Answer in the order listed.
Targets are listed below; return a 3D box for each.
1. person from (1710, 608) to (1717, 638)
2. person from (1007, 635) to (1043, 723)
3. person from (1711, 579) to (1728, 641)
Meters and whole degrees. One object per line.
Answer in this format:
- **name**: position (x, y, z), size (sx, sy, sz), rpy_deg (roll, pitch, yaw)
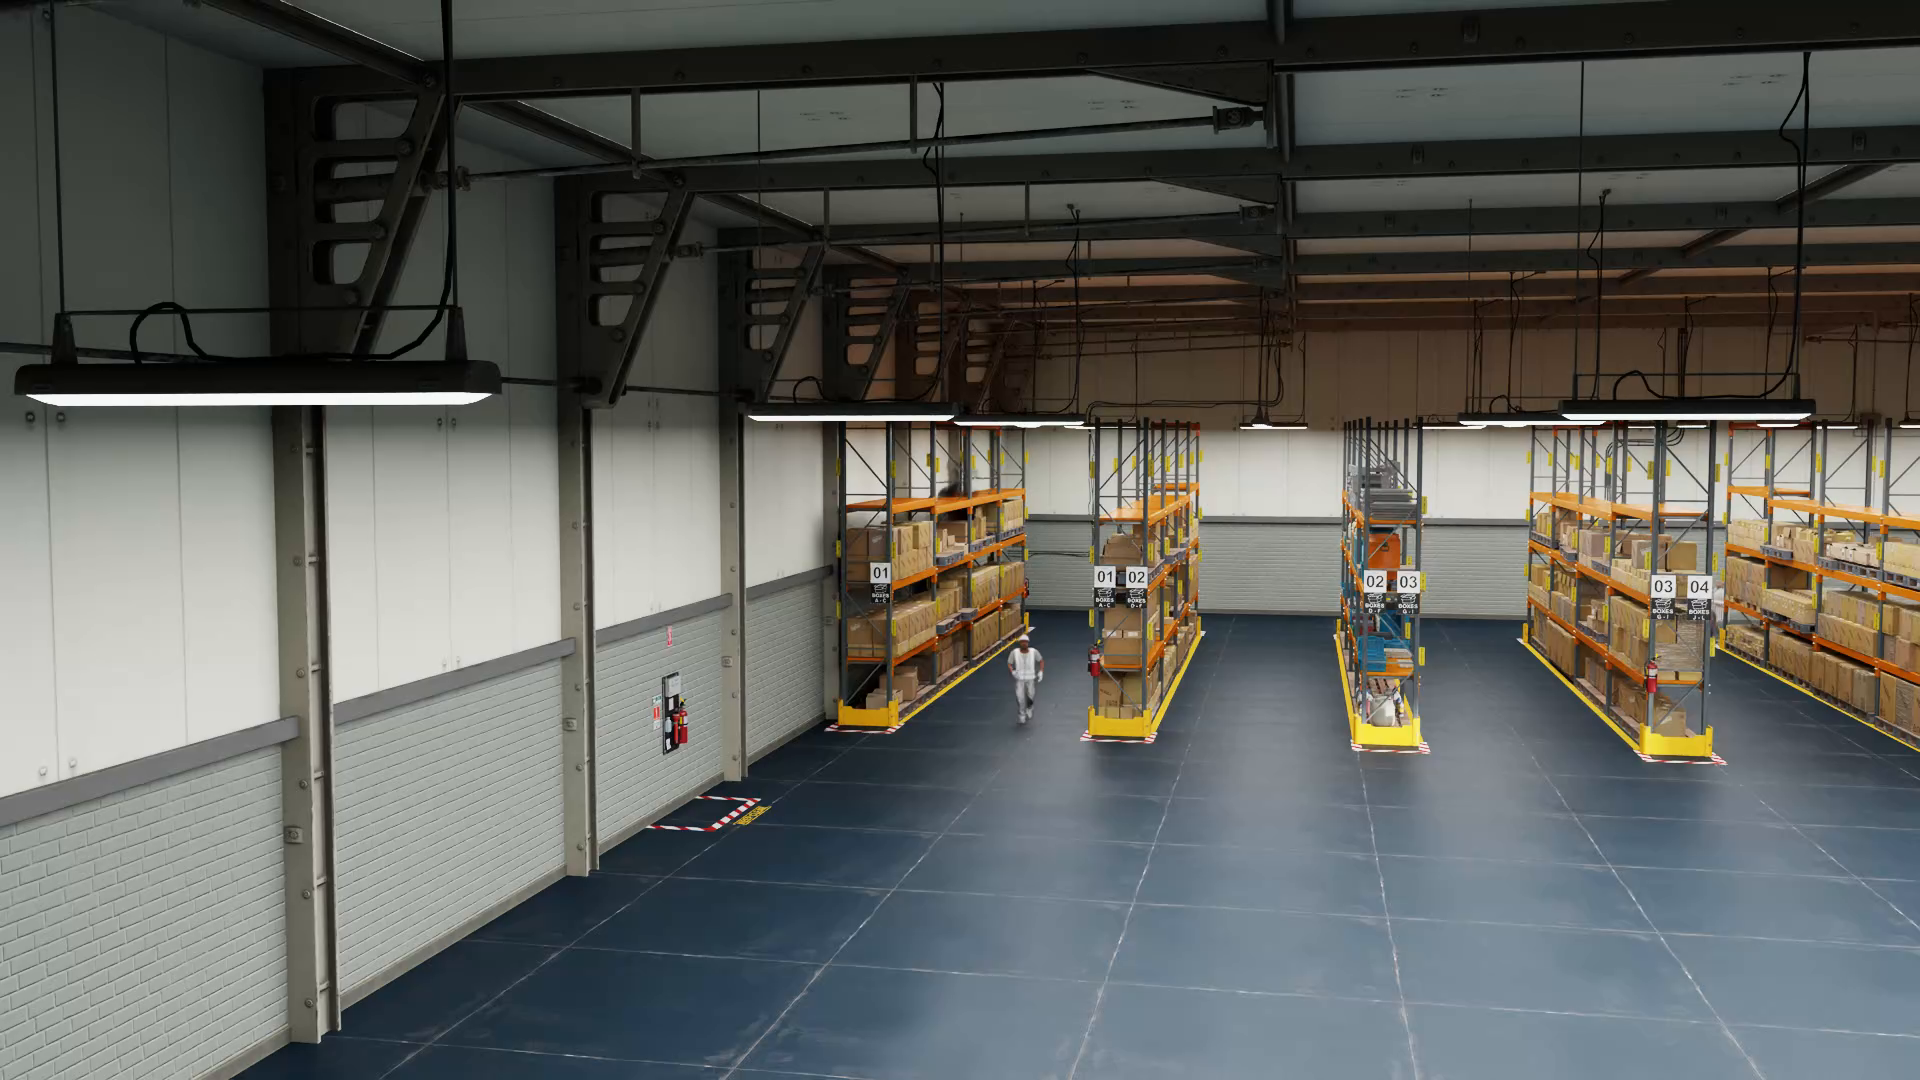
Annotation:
- **person**: position (18.546, 2.251, 41.365), size (0.550, 1.599, 0.825), rpy_deg (1, 4, 13)
- **person**: position (1.282, 2.726, 32.673), size (0.733, 1.732, 0.619), rpy_deg (0, 4, 0)
- **person**: position (20.574, 1.953, 44.979), size (0.762, 1.820, 0.674), rpy_deg (-1, 4, -10)
